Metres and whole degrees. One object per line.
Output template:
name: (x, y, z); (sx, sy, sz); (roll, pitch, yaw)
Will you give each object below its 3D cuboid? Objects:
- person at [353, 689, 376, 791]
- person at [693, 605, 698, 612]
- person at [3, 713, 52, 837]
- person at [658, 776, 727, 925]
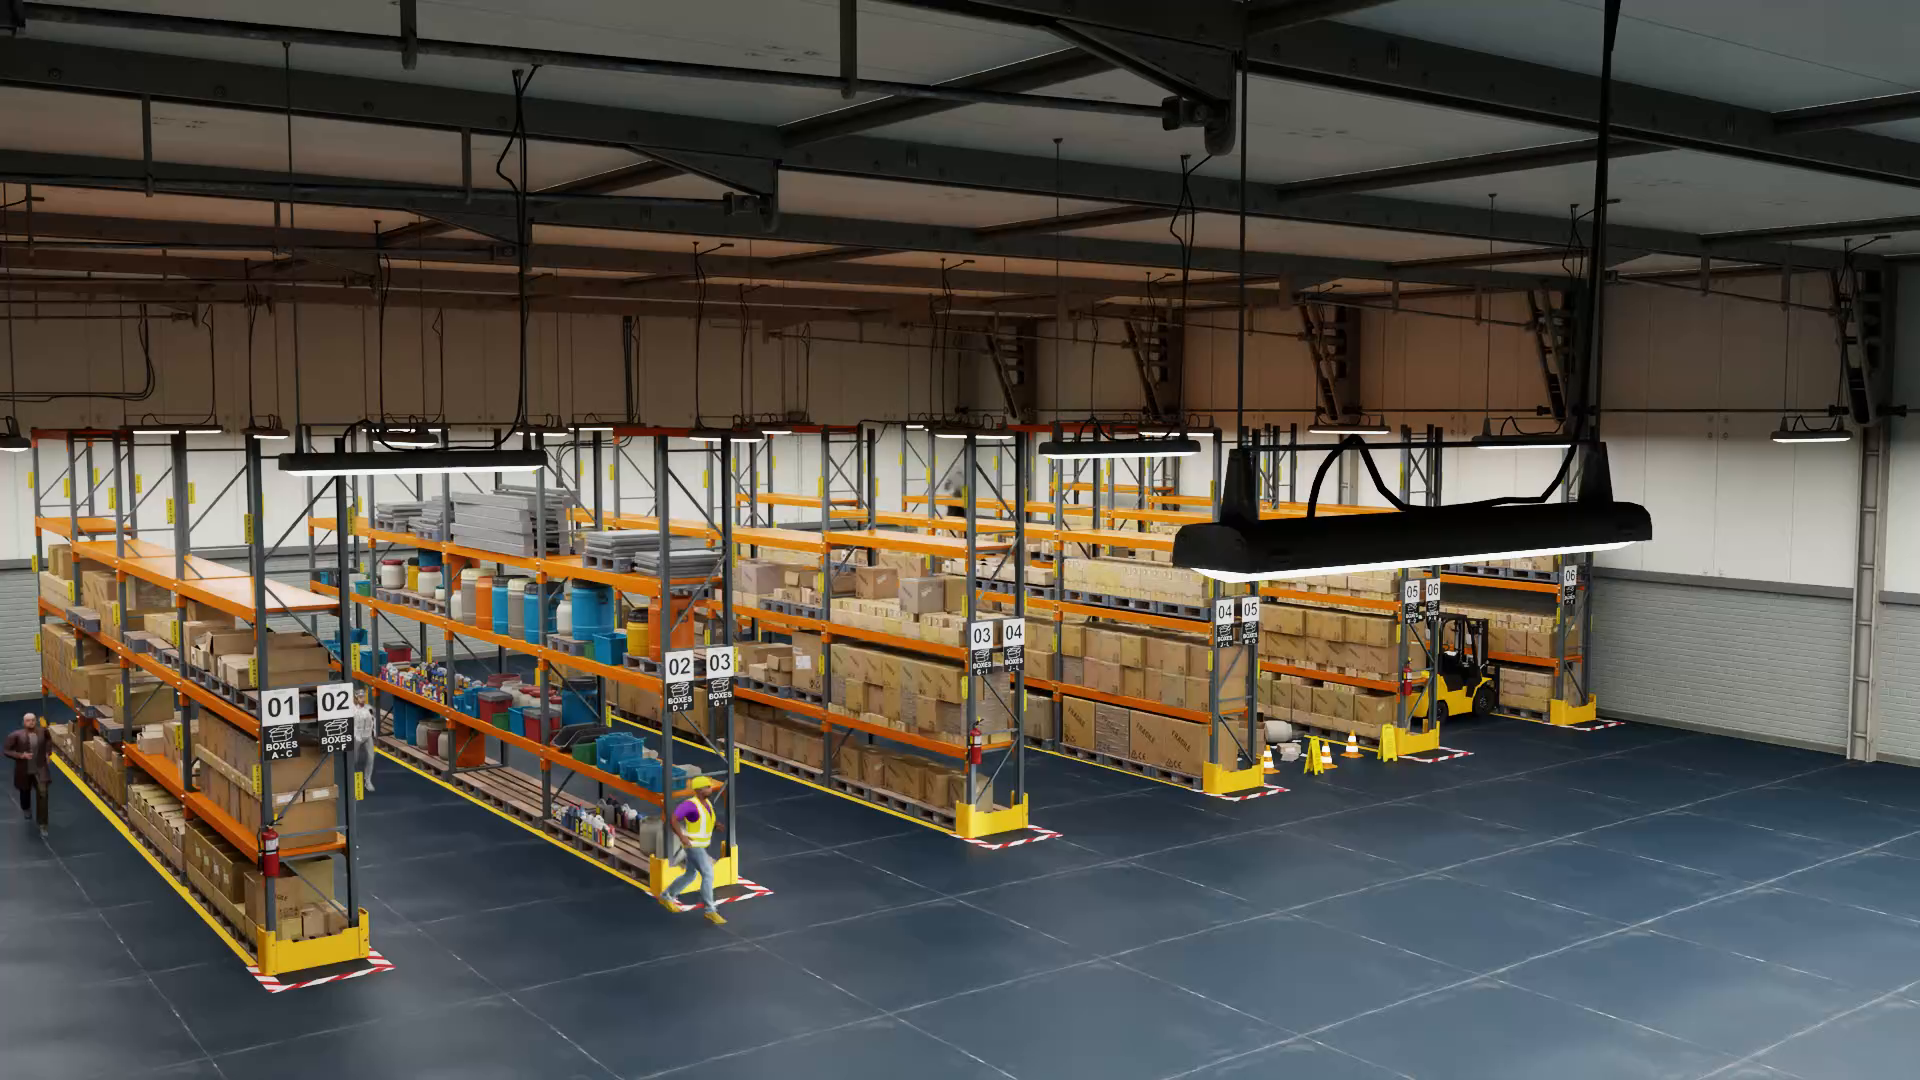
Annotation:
person: (-10.074, 3.331, 27.946); (0.601, 1.686, 0.949); (-3, 6, -38)
person: (-6.642, 2.364, 40.296); (0.699, 1.616, 0.833); (2, 5, 27)
person: (-13.988, 3.494, 24.985); (0.668, 1.816, 1.159); (-3, 5, -34)
person: (-3.293, 3.830, 20.754); (0.951, 1.768, 0.712); (1, 5, 10)
